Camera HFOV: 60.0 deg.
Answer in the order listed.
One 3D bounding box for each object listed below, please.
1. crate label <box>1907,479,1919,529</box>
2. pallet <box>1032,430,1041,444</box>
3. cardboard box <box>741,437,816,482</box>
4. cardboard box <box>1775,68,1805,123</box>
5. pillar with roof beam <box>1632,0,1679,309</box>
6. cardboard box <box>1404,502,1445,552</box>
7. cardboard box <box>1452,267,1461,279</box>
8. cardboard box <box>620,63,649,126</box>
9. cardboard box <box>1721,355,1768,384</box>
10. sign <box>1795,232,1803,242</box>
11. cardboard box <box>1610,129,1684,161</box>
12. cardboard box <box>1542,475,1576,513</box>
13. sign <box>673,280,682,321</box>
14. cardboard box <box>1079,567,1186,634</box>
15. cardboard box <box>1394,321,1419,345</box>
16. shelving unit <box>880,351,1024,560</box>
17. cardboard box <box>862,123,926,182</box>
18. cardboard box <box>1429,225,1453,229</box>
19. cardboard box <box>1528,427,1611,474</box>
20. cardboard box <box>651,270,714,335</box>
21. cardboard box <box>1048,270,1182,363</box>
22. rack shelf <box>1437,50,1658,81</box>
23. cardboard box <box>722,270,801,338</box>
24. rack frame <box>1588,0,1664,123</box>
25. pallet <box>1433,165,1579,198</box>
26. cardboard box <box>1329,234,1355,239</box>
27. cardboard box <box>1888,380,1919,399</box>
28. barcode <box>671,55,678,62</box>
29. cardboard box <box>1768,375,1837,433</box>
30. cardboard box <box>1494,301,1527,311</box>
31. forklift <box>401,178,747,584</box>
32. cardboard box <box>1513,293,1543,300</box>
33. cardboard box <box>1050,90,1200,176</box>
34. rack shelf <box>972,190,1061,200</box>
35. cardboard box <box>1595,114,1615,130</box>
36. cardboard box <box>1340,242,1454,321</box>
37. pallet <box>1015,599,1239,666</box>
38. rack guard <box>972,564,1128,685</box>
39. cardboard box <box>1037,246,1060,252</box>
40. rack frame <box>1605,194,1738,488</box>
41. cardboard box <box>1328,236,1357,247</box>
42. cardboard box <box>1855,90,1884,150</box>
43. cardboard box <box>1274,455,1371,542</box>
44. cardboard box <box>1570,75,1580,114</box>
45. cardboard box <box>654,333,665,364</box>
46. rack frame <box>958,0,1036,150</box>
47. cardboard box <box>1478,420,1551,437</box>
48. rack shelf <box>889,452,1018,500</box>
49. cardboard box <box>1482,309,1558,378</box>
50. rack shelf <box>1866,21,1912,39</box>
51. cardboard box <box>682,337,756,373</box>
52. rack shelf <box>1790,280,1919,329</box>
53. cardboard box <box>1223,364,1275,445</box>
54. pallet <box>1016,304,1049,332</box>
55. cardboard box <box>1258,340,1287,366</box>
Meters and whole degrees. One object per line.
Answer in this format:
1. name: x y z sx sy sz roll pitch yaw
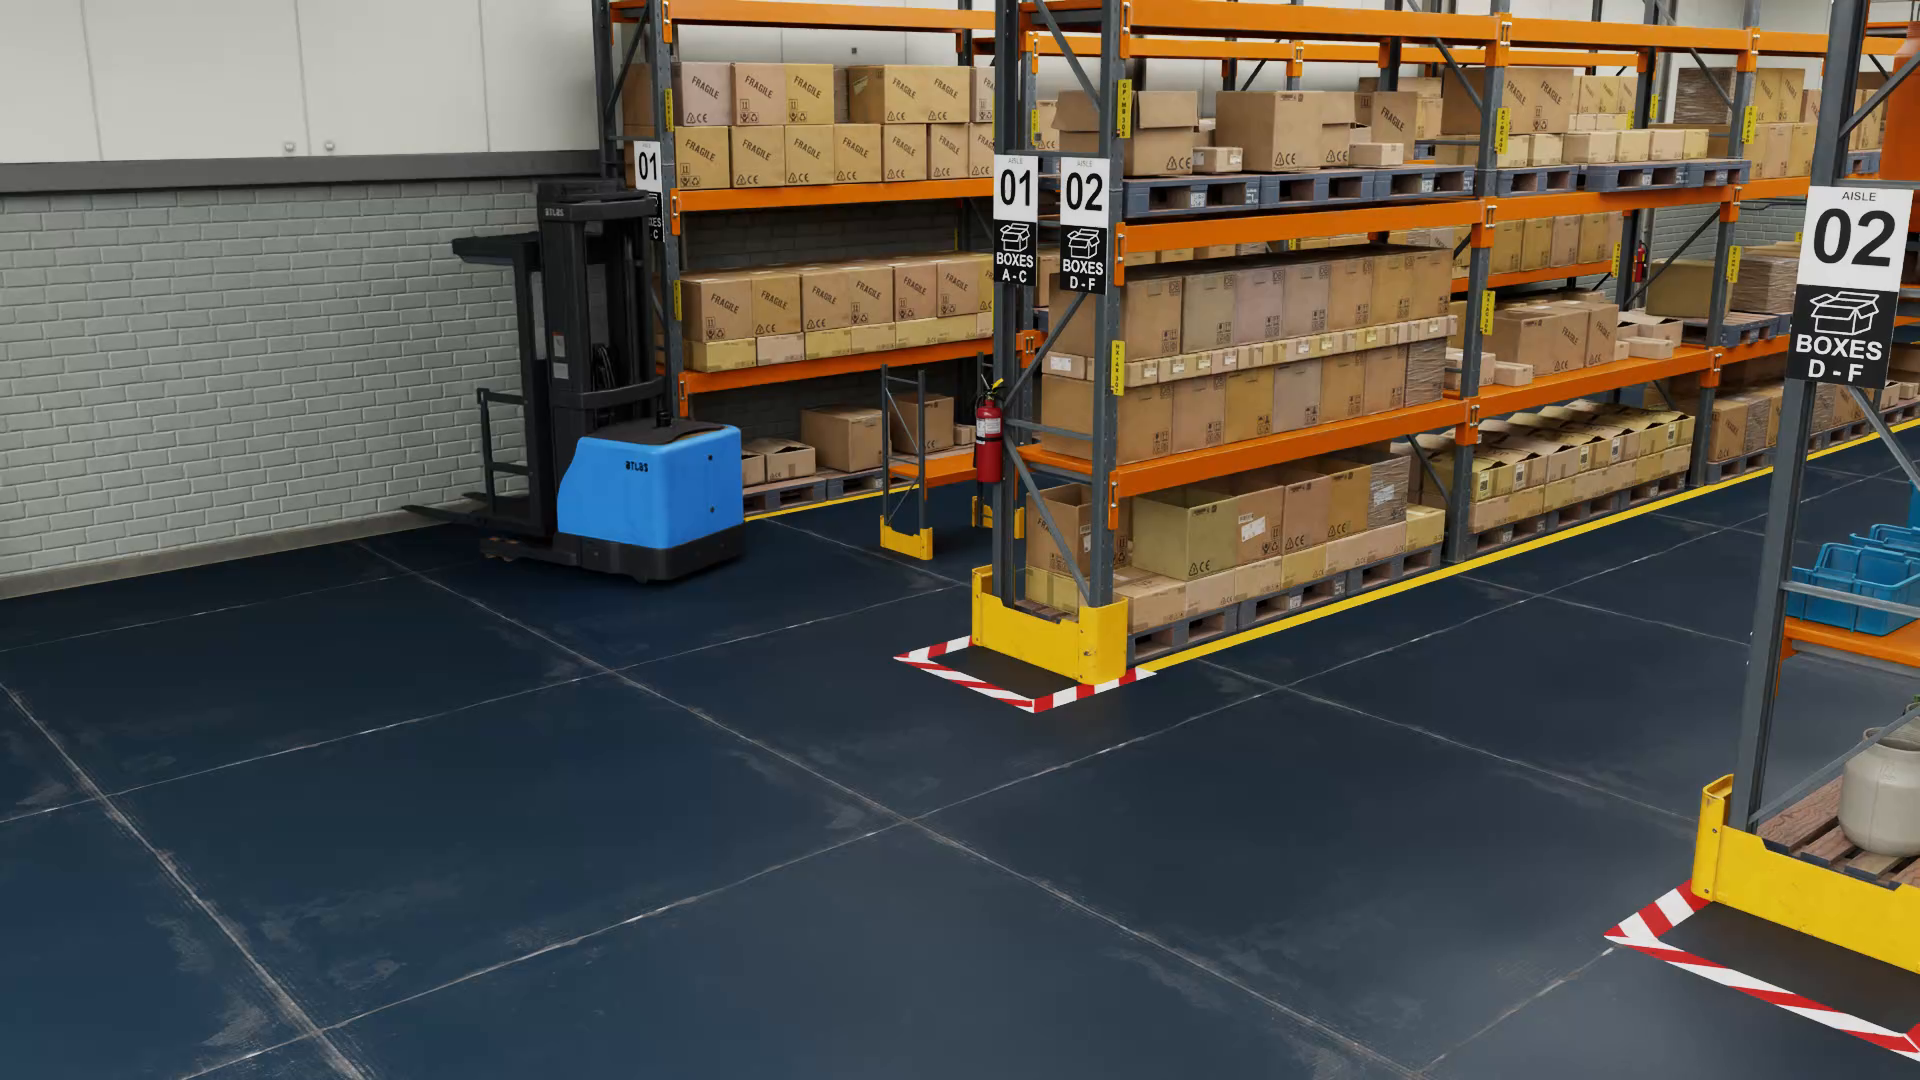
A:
1. crate label: 5.045 -0.101 8.247 0.616 0.435 0.502 -13 19 -39
2. pallet: 0.935 -1.111 17.499 1.213 0.211 1.003 -13 19 -39
3. cardboard box: -1.658 -0.758 15.132 0.500 0.311 0.500 -11 18 -35
4. cardboard box: 7.723 -4.266 15.963 0.500 0.500 0.500 -13 19 -39
5. pillar with roof beam: 13.696 -7.045 22.686 0.400 9.000 9.100 -13 19 -39
6. cardboard box: 3.397 -0.115 12.883 0.500 0.250 0.500 -13 19 -39
7. cardboard box: 6.139 -3.409 21.150 0.250 0.149 0.380 -12 19 -38
8. cardboard box: -2.516 -3.762 14.040 0.500 0.500 0.500 -12 19 -37
9. cardboard box: 7.981 -1.795 17.197 0.500 0.250 0.500 -13 20 -40
10. sign: 9.276 -3.240 18.389 0.005 0.325 0.100 -13 19 -39
11. cardboard box: 5.932 -3.439 14.477 0.500 0.250 0.500 -12 19 -38
12. cardboard box: 4.845 -0.431 14.066 0.500 0.250 0.500 -13 20 -41
13. sign: -2.313 -1.961 13.600 0.005 0.325 0.100 -13 19 -39
14. cardboard box: 1.136 0.394 10.978 0.500 0.250 0.500 -13 19 -39
15. cardboard box: 3.155 -1.549 12.288 0.250 0.149 0.380 -13 20 -41
16. shelving unit: -0.058 -0.712 13.508 1.083 1.500 0.587 -13 19 -39
17. cardboard box: -0.653 -3.515 15.051 0.500 0.500 0.500 -14 20 -41
18. cardboard box: 5.807 -4.031 20.767 0.500 0.250 0.500 -12 19 -38
19. cardboard box: 5.237 -0.790 14.321 0.500 0.311 0.500 -12 19 -38
20. cardboard box: -2.453 -2.069 14.481 0.500 0.500 0.500 -13 20 -40
21. cardboard box: 0.986 -1.445 10.639 0.500 0.500 0.700 -13 19 -39
22. rack shelf: 7.892 -6.377 22.356 4.000 0.370 1.077 -13 19 -39
23. cardboard box: -1.732 -2.052 14.417 0.500 0.500 0.500 -13 19 -39
24. rack frame: 9.401 -7.257 23.480 0.127 3.000 1.000 -13 19 -39
25. pallet: 4.260 -2.871 13.243 1.217 0.209 0.805 -14 20 -42
26. cardboard box: 4.283 -3.685 19.472 0.500 0.250 0.500 -13 20 -40
27. cardboard box: 10.743 -1.738 19.083 0.250 0.166 0.380 -13 19 -39
28. barcode: -2.462 -4.136 14.316 0.075 0.075 0.001 -13 19 -39
29. cardboard box: 8.697 -1.416 17.229 0.500 0.500 0.500 -12 19 -39
30. cardboard box: 7.393 -3.119 22.386 0.250 0.149 0.380 -12 19 -38
31. forklift: -3.215 -1.351 13.128 3.031 2.935 1.130 9 17 30
32. cardboard box: 7.946 -3.374 23.342 0.250 0.149 0.380 -12 19 -39
33. cardboard box: 1.022 -2.550 10.388 0.637 0.503 0.797 -11 18 -36
34. rack shelf: 1.857 -3.766 17.618 4.000 0.370 1.077 -13 19 -39
35. cardboard box: 8.631 -5.722 22.831 0.500 0.250 0.500 -14 20 -41
36. cardboard box: 3.272 -1.961 12.570 0.500 0.500 0.700 -13 19 -39
37. pallet: 1.135 0.525 11.375 1.213 0.211 1.003 -13 19 -39
38. rack guard: 0.567 0.527 10.807 0.348 0.500 1.175 -13 19 -39
39. cardboard box: 1.181 -2.759 17.222 0.500 0.500 0.700 -10 18 -34
40. rack frame: 6.620 -2.040 15.573 0.127 3.000 1.000 -13 19 -39
41. cardboard box: 4.301 -3.324 19.574 0.500 0.500 0.500 -12 19 -38
42. cardboard box: 9.210 -4.395 17.377 0.600 0.600 0.600 14 20 42
43. cardboard box: 2.637 -0.310 12.158 0.500 0.500 0.500 -13 19 -39
44. cardboard box: 7.858 -5.910 22.082 0.500 0.500 0.500 -12 19 -39
45. cardboard box: -2.444 -1.702 14.562 0.500 0.250 0.500 -12 19 -39
46. rack frame: 0.348 -5.224 15.870 0.127 3.000 1.000 -13 19 -39
47. cardboard box: 4.868 -0.890 14.696 0.500 0.311 0.500 -13 20 -40
48. rack shelf: -0.064 -0.536 13.549 1.000 0.185 0.538 -13 19 -39
49. cardboard box: 4.590 -1.626 13.833 0.500 0.500 0.500 -11 18 -35
50. rack shelf: 11.147 -5.605 18.697 4.000 0.370 1.077 -13 19 -39
51. cardboard box: -2.093 -1.606 14.202 0.500 0.250 0.500 -13 20 -41
52. rack shelf: 5.343 -1.160 7.861 4.000 0.370 1.077 -13 19 -39
53. cardboard box: 1.717 -0.982 11.420 0.500 0.500 0.700 -12 19 -39
54. pallet: 1.020 -2.334 17.048 1.213 0.211 1.003 -13 19 -39
55. cardboard box: 1.993 -1.289 11.313 0.250 0.149 0.380 -13 20 -40
